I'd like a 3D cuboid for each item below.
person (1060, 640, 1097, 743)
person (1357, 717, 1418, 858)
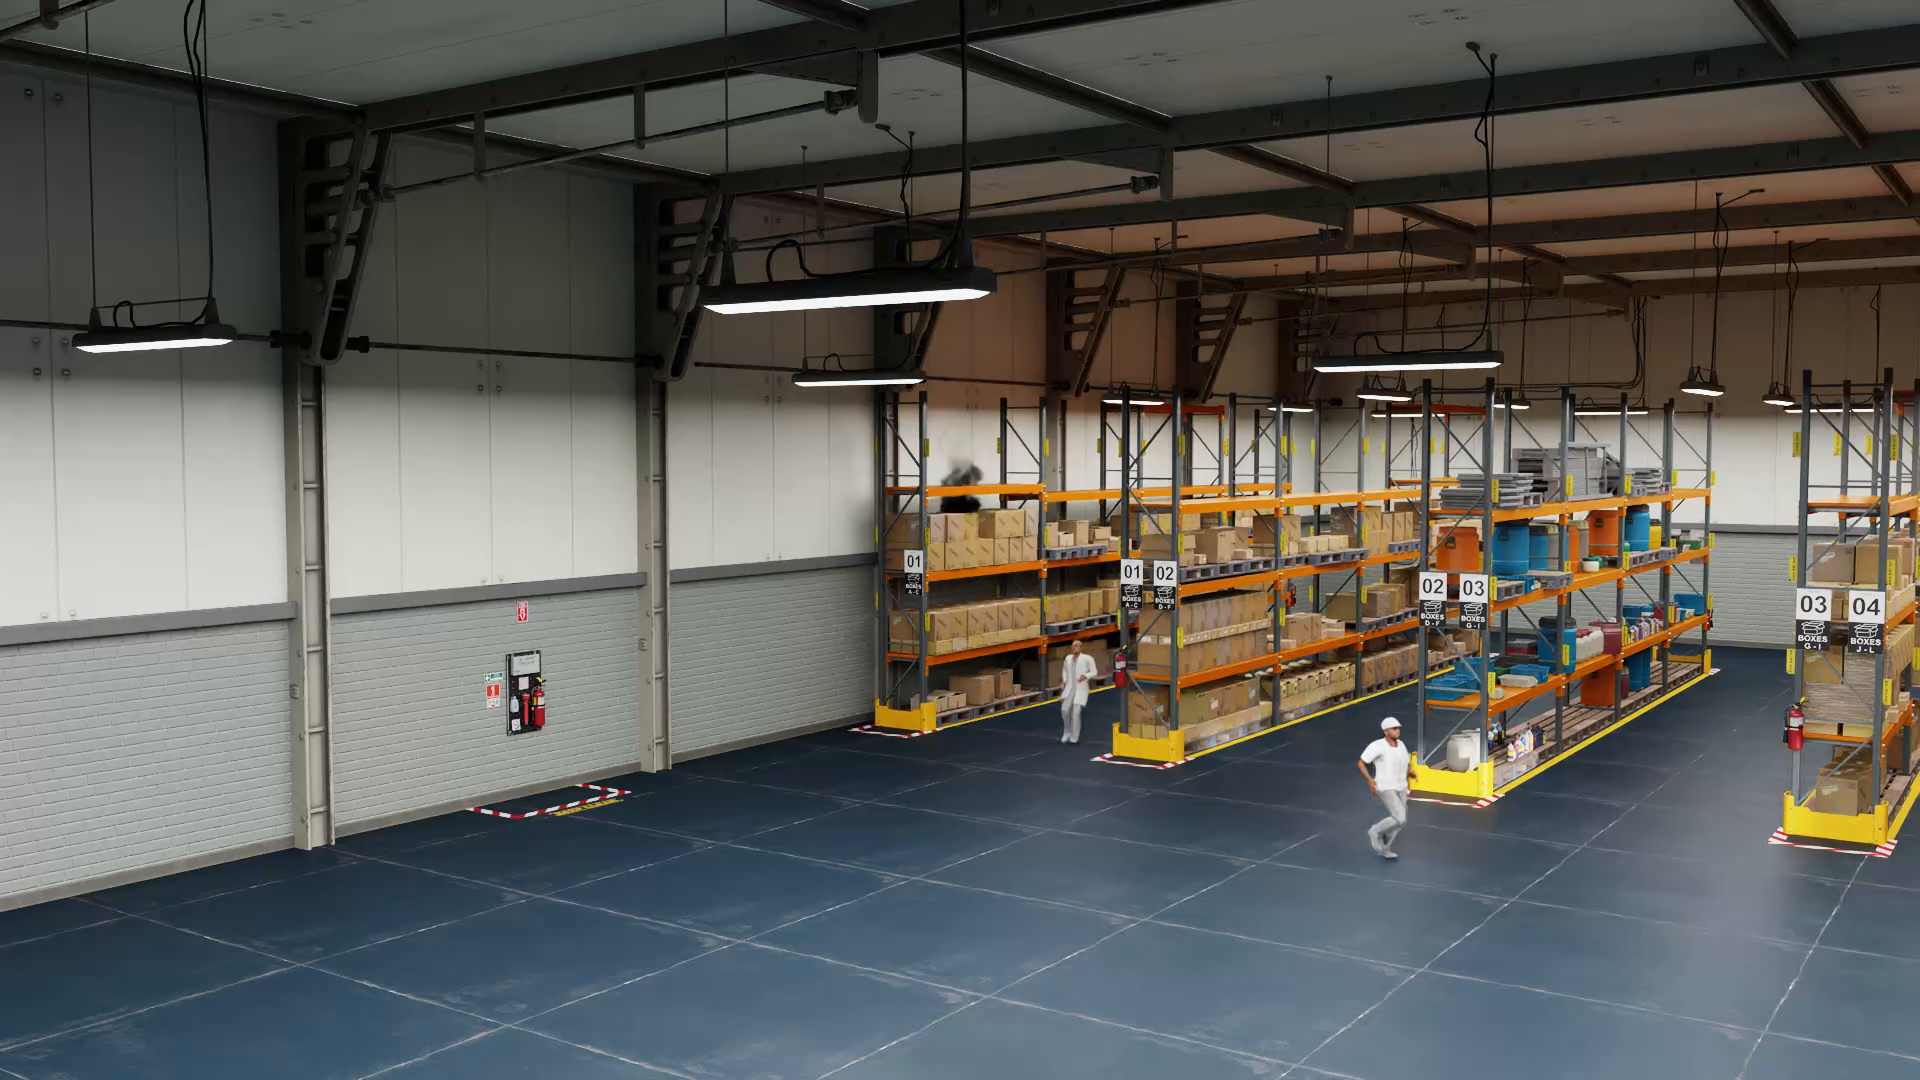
[{"bbox_3d":[1.957,2.581,28.239,0.702,1.745,0.629,2,4,28],"label":"person"},{"bbox_3d":[5.256,3.013,20.162,0.691,1.719,0.584,-2,4,-33],"label":"person"}]
